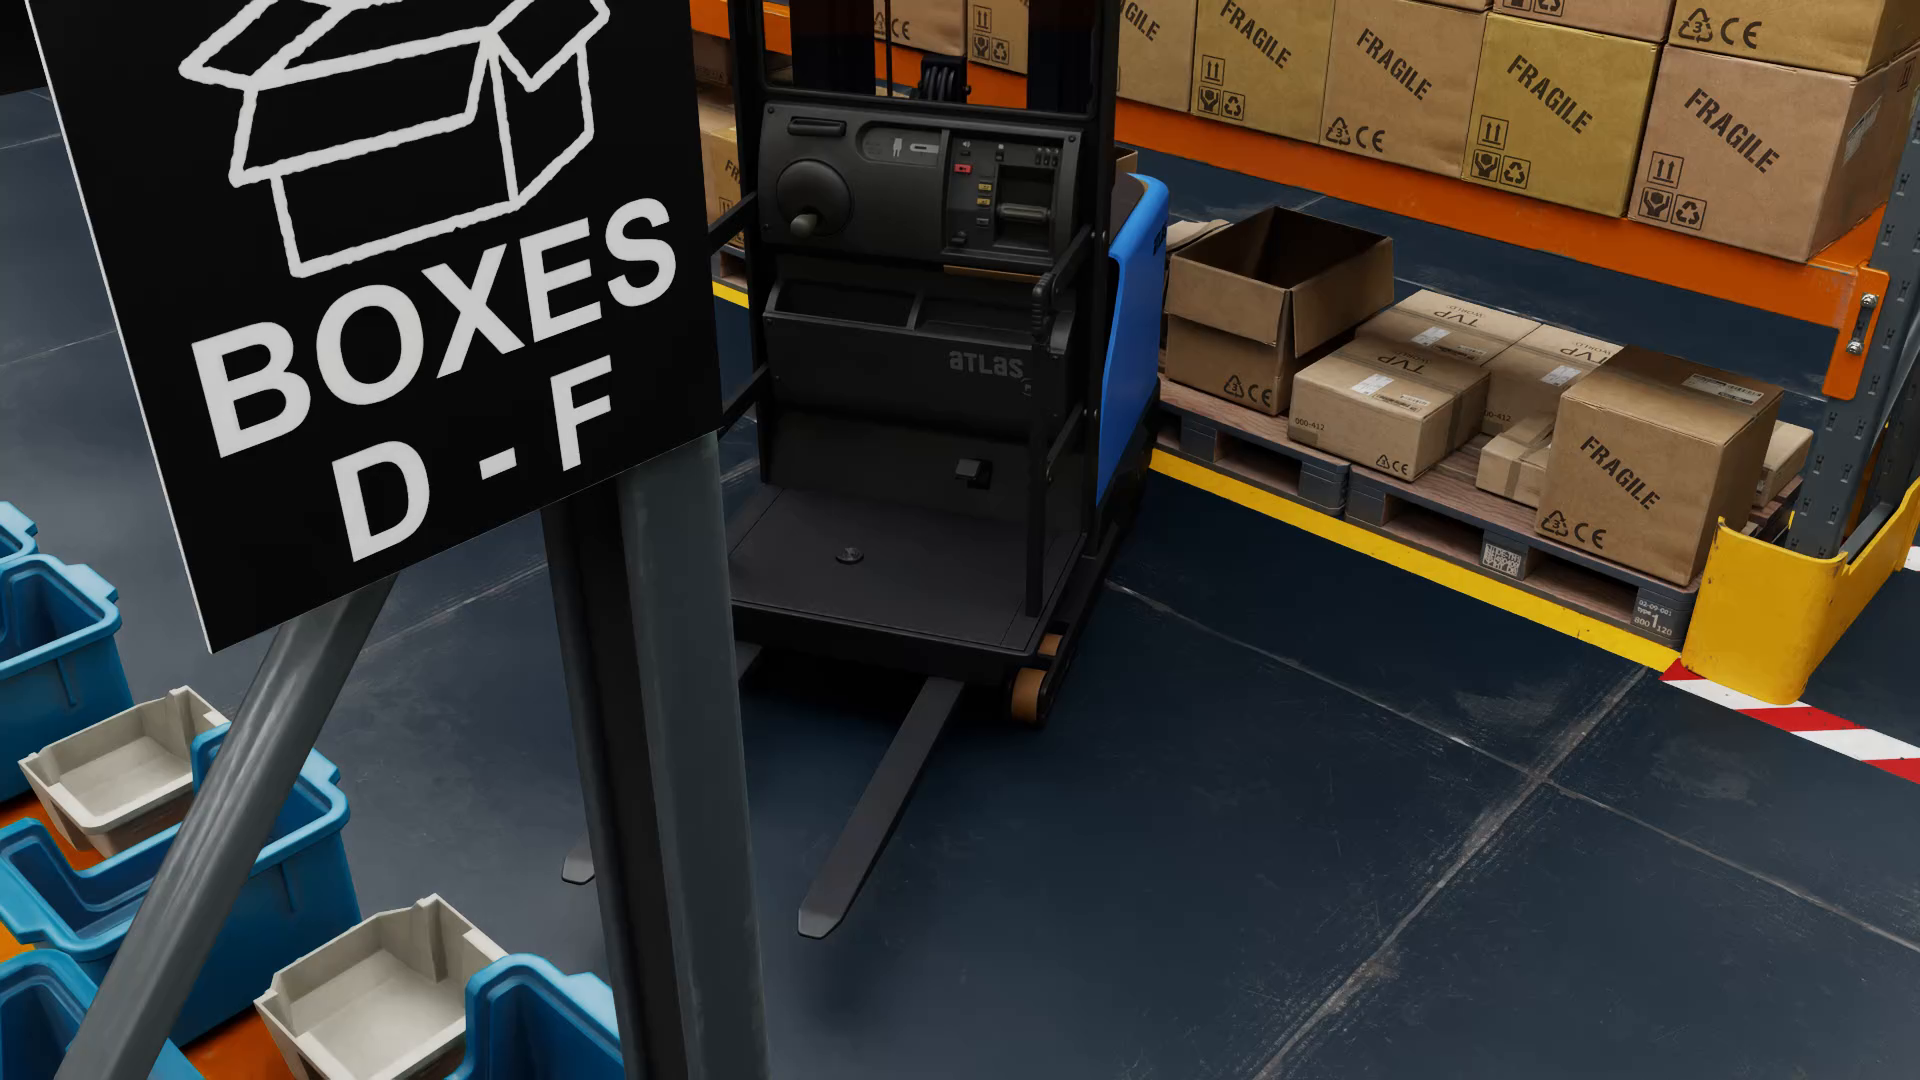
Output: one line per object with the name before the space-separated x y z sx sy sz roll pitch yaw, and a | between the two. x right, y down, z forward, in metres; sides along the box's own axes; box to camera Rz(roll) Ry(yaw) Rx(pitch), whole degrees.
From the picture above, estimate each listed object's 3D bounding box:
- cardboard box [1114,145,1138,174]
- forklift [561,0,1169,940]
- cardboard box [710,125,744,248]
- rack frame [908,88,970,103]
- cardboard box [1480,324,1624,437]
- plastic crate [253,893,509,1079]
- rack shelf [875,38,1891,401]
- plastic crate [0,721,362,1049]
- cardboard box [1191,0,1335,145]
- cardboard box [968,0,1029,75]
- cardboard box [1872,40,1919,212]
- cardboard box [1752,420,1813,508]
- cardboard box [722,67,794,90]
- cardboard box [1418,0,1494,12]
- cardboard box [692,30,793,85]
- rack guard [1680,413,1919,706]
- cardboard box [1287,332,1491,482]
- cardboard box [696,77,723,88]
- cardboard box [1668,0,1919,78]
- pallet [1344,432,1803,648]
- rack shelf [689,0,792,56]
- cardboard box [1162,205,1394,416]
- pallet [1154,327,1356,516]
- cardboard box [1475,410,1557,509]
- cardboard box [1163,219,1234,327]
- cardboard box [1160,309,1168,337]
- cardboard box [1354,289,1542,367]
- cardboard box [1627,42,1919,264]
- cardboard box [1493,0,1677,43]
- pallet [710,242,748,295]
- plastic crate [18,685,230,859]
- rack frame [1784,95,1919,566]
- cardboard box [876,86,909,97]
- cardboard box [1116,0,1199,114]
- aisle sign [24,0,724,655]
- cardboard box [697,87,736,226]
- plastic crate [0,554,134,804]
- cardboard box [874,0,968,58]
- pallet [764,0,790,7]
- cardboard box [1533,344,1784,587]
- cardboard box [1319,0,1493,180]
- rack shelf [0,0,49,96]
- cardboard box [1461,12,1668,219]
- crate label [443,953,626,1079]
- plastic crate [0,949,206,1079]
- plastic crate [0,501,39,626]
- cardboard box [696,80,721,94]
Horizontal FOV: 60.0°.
cardboard box | 0.414 -1.450 7.247 0.500 0.500 0.500 25 39 35
forklift | -0.185 -0.949 4.484 1.130 2.935 3.031 9 32 15
cardboard box | -0.757 -1.600 7.496 0.500 0.500 0.500 25 39 35
rack frame | -0.199 -2.421 6.863 0.127 3.000 1.000 25 39 35
cardboard box | 2.184 -0.517 5.939 0.500 0.250 0.500 25 39 35
plastic crate | -0.704 0.590 2.060 0.298 0.136 0.250 25 39 35
rack shelf | 1.284 -1.421 5.899 4.000 0.370 1.077 25 39 35
plastic crate | -1.010 0.463 2.176 0.300 0.233 0.416 25 39 35
cardboard box | 1.126 -1.658 5.498 0.500 0.500 0.500 24 39 34
cardboard box | 0.378 -2.007 6.079 0.500 0.500 0.500 26 40 36
cardboard box | 2.615 -1.334 4.960 0.500 0.500 0.500 26 40 36
cardboard box | 2.687 -0.280 5.644 0.250 0.149 0.380 25 39 35
cardboard box | -0.797 -1.979 8.127 0.500 0.500 0.500 26 39 36
cardboard box | 1.490 -1.909 4.946 0.500 0.500 0.500 26 40 36
cardboard box | -1.135 -2.466 8.209 0.500 0.250 0.500 25 39 35
rack guard | 2.711 0.008 5.252 0.348 0.500 1.175 25 39 35
cardboard box | 1.514 -0.481 5.881 0.500 0.250 0.500 25 39 35
cardboard box | -1.162 -2.155 8.419 0.500 0.500 0.500 26 39 36
cardboard box | 2.253 -1.557 4.361 0.500 0.500 0.500 25 39 35
pallet | 2.119 -0.144 5.784 1.213 0.211 1.003 25 39 35
rack shelf | -1.681 -2.805 8.198 4.000 0.370 1.077 25 39 35
cardboard box | 1.198 -0.892 6.317 0.637 0.503 0.797 25 39 35
pallet | 1.219 -0.566 6.486 1.213 0.211 1.003 25 39 35
cardboard box | 1.959 -0.280 5.627 0.250 0.166 0.380 25 39 35
cardboard box | 0.970 -1.109 6.865 0.500 0.311 0.500 25 39 35
cardboard box | 0.615 -0.872 6.611 0.250 0.166 0.380 25 39 35
cardboard box | 1.813 -0.690 6.227 0.500 0.250 0.500 25 39 35
cardboard box | 2.252 -1.130 4.622 0.500 0.500 0.500 26 40 36
cardboard box | 1.877 -1.731 4.651 0.500 0.500 0.500 26 40 36
pallet | -0.827 -1.493 8.026 1.213 0.211 1.003 25 39 35
plastic crate | -1.207 0.355 2.450 0.298 0.136 0.250 25 39 35
rack frame | 2.767 -1.037 4.564 0.127 3.000 1.000 25 39 35
cardboard box | -0.394 -1.799 7.827 0.500 0.500 0.500 23 38 33
cardboard box | 0.748 -1.833 5.790 0.500 0.500 0.500 25 39 35
aisle sign | -0.307 -0.346 0.896 0.004 0.787 0.394 25 39 35
cardboard box | -1.118 -1.774 7.786 0.500 0.500 0.500 25 39 35
plastic crate | -1.498 0.235 2.555 0.300 0.233 0.416 25 39 35
cardboard box | -0.004 -2.183 6.371 0.500 0.500 0.500 26 40 36
pallet | -0.718 -2.657 7.441 1.213 0.211 1.003 25 39 35
cardboard box | 2.199 -0.248 5.251 0.500 0.500 0.500 25 39 35
cardboard box | 1.499 -1.483 5.209 0.500 0.500 0.500 25 39 35
rack shelf | -2.042 -0.813 1.981 4.000 0.370 1.077 25 39 35
cardboard box | 1.865 -1.309 4.918 0.500 0.500 0.500 25 39 35
crate label | -0.522 0.691 1.798 0.303 0.233 0.416 25 39 35
plastic crate | -0.933 0.771 1.469 0.499 0.435 0.616 25 39 35
plastic crate | -1.720 0.131 2.728 0.300 0.233 0.416 25 39 35
cardboard box | -1.489 -1.948 8.074 0.500 0.500 0.500 26 39 36
